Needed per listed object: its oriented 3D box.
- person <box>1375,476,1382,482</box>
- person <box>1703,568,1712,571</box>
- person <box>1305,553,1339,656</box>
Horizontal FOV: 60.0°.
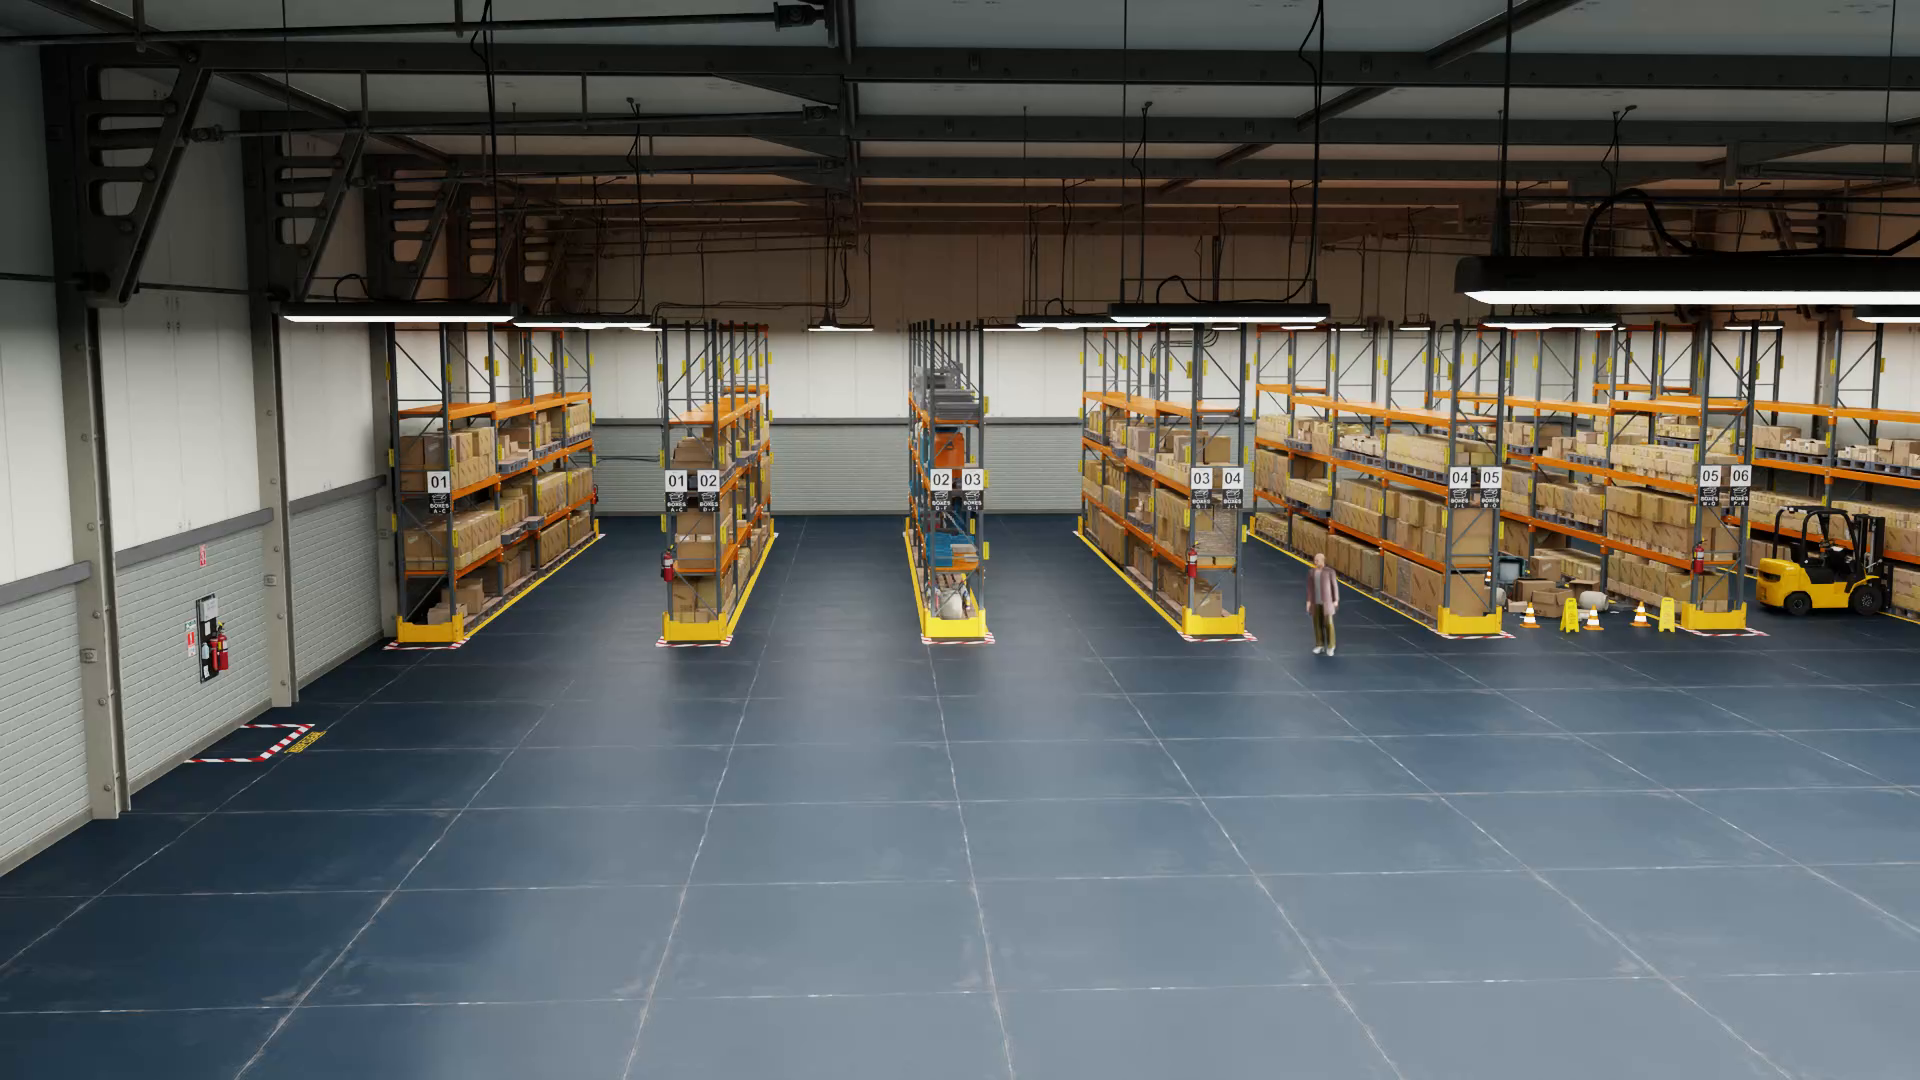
[{"bbox_3d":[12.172,-1.021,48.216,0.341,1.659,0.553,3,8,24],"label":"person"},{"bbox_3d":[16.438,0.380,36.612,0.441,1.684,0.470,6,9,38],"label":"person"},{"bbox_3d":[6.484,1.160,29.935,0.637,1.826,0.406,5,9,35],"label":"person"}]
